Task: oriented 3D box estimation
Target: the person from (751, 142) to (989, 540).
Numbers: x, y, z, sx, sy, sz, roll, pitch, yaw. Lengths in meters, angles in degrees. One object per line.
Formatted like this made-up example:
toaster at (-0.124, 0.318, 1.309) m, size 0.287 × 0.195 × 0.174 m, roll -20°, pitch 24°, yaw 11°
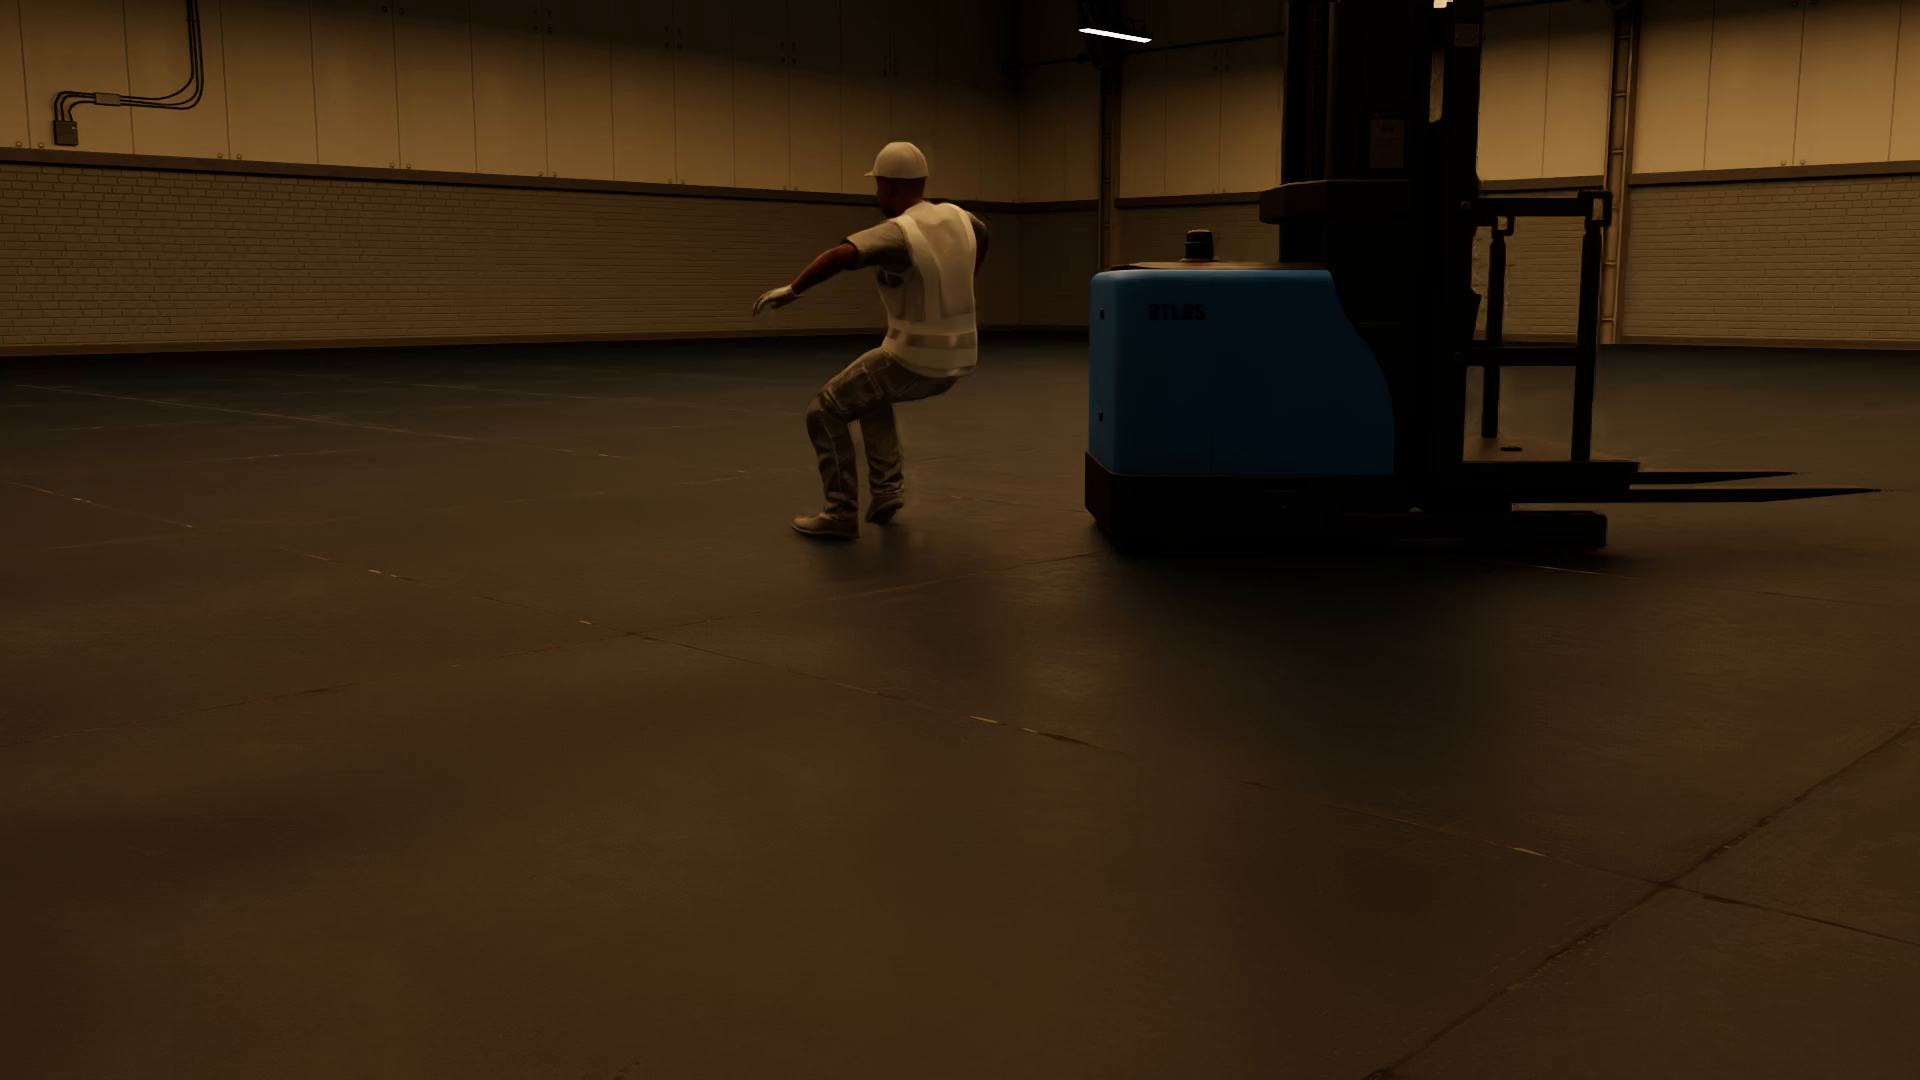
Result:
person at (-0.292, -0.785, 6.768) m, size 0.682 × 1.615 × 1.146 m, roll 6°, pitch 10°, yaw 33°

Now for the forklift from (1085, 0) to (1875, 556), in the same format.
forklift at (2.069, -1.467, 6.618) m, size 3.031 × 2.935 × 1.130 m, roll 0°, pitch 9°, yaw -2°
